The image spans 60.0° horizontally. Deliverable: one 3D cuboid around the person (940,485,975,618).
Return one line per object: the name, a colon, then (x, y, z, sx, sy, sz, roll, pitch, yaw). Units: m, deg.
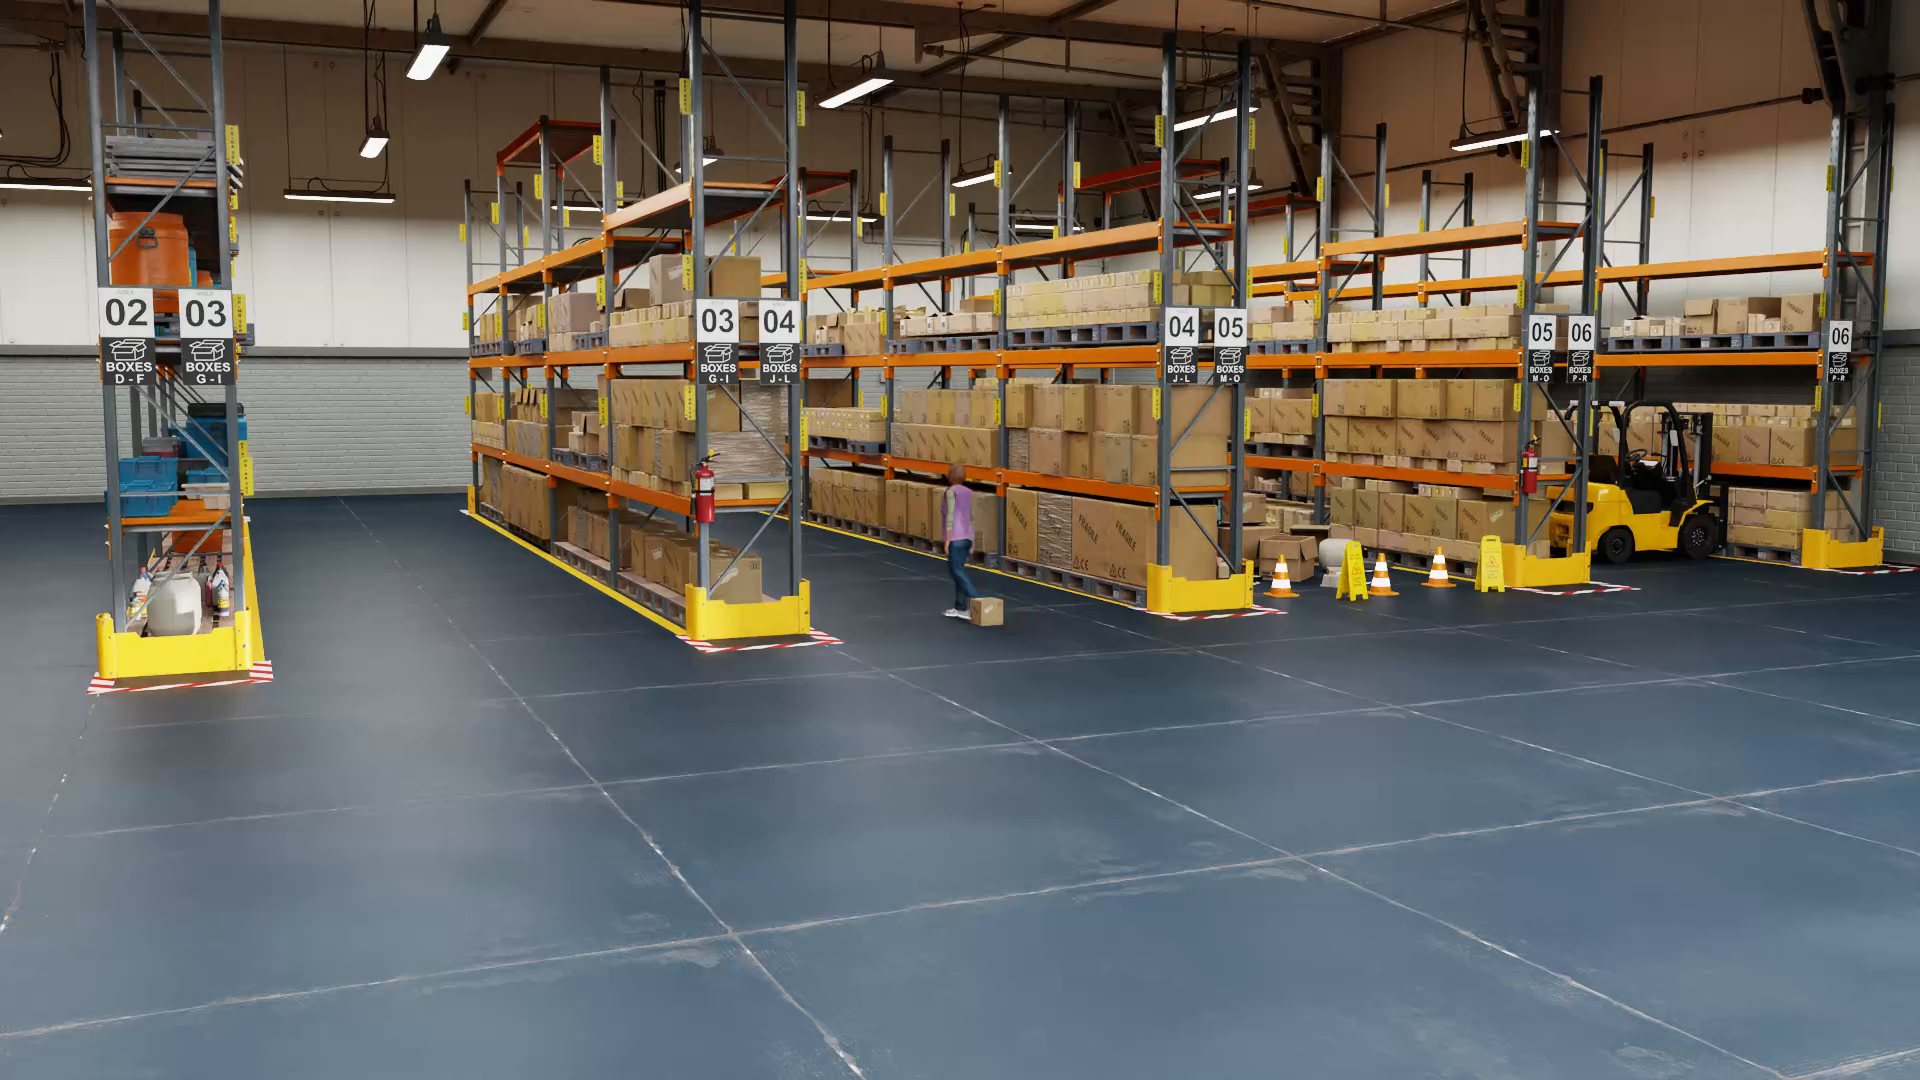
person: (0.029, 0.127, 17.024, 0.513, 1.370, 0.418, 4, 7, 34)
